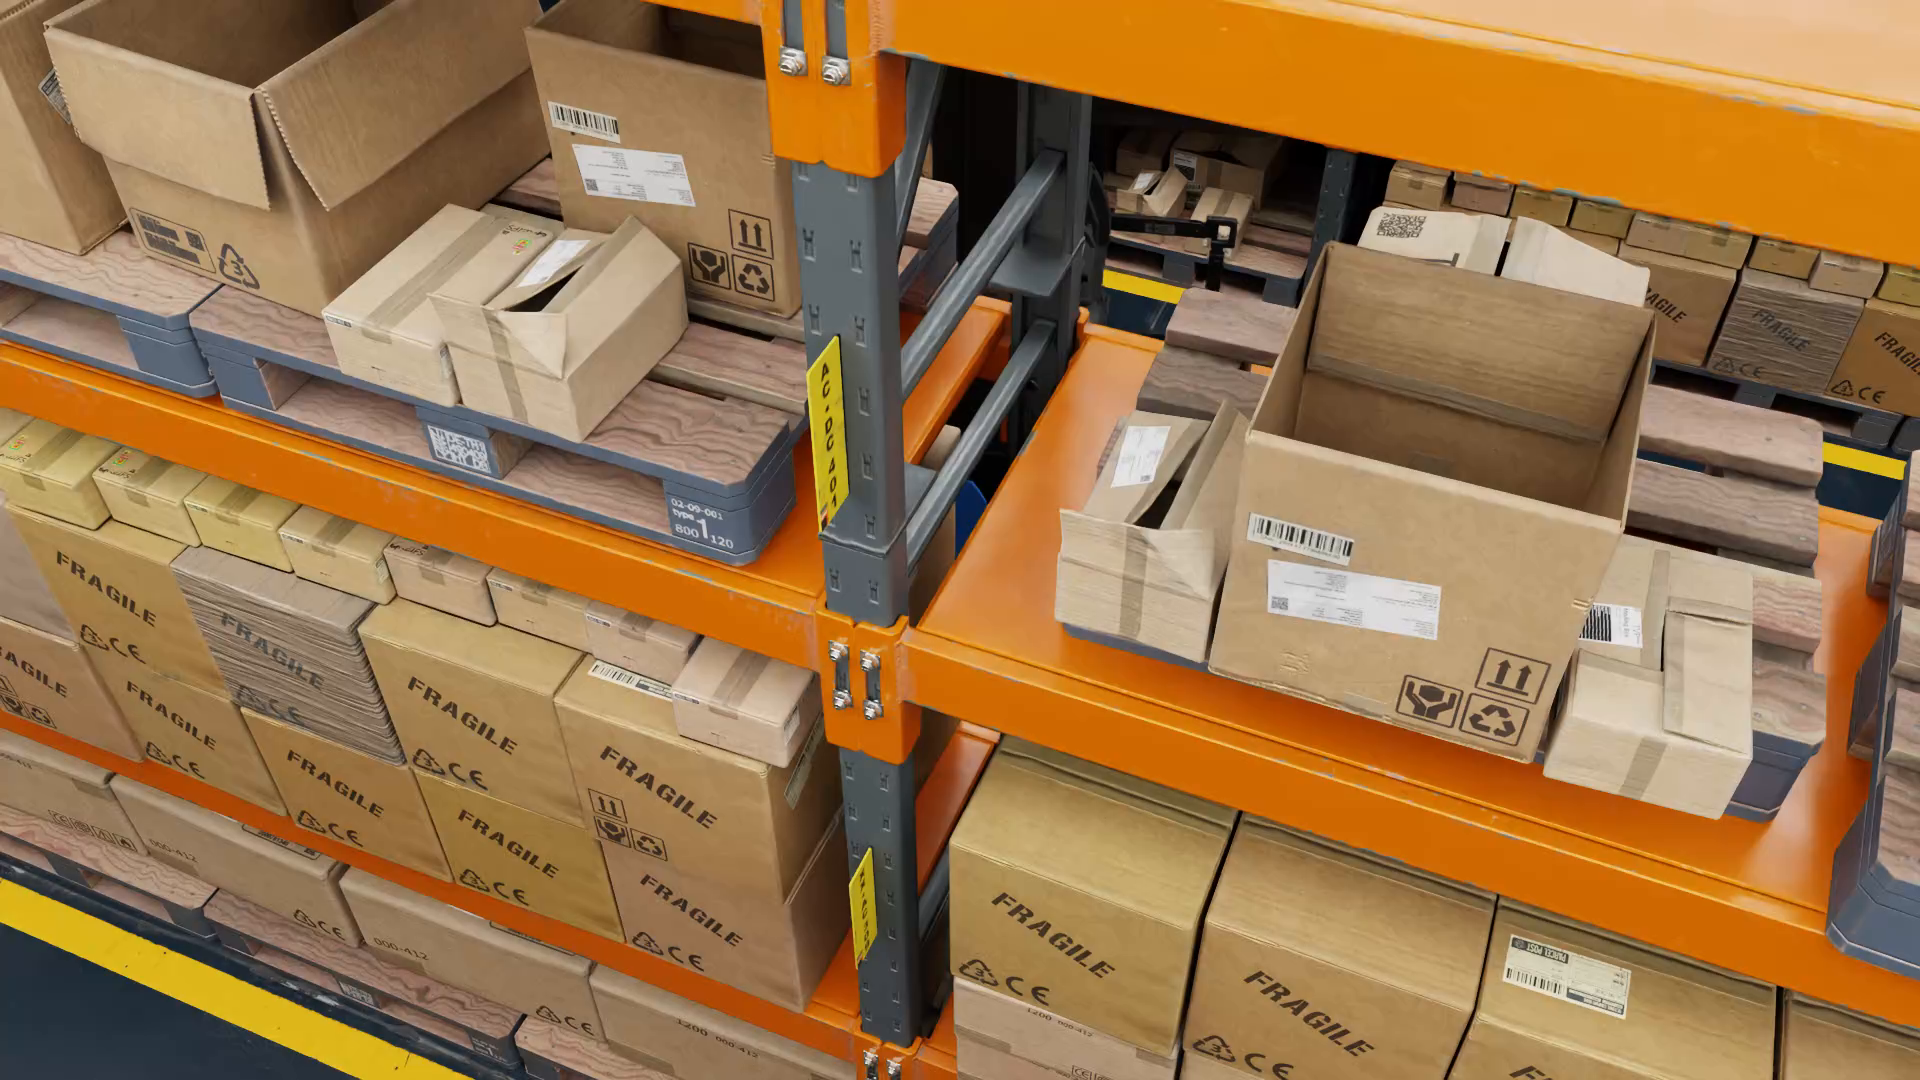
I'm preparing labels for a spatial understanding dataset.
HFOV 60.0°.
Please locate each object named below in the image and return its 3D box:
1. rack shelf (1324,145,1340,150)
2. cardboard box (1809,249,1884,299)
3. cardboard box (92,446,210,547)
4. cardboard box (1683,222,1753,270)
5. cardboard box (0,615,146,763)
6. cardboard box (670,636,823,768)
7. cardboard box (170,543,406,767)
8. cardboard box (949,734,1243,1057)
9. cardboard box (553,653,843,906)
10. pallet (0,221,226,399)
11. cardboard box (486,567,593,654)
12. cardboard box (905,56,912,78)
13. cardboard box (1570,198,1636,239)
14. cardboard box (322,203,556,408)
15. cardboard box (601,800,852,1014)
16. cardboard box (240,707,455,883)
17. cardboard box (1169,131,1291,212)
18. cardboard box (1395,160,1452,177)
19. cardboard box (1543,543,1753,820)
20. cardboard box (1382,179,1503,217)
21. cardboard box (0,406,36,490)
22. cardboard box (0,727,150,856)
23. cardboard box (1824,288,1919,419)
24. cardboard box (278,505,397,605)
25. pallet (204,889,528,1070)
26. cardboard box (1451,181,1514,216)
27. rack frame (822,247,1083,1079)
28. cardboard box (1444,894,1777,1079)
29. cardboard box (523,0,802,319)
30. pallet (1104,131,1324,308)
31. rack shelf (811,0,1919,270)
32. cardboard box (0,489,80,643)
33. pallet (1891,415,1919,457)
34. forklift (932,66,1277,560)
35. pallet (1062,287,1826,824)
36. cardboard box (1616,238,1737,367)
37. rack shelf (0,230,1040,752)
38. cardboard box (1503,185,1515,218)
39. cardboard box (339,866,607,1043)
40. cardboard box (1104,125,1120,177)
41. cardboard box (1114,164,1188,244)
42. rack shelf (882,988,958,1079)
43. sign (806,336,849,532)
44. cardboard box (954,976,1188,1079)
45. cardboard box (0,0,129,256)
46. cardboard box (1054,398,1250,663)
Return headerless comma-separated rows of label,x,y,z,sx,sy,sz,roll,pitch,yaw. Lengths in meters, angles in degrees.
rack shelf,0.071,-2.766,8.253,4.000,0.370,1.077,16,47,16
cardboard box,3.842,-1.232,7.216,0.250,0.149,0.380,14,47,14
cardboard box,-1.786,-0.188,3.911,0.250,0.149,0.380,16,47,16
cardboard box,3.374,-1.387,7.371,0.250,0.149,0.380,18,48,17
cardboard box,-2.410,0.218,4.672,0.500,0.500,0.500,16,47,16
cardboard box,-0.398,0.258,3.464,0.250,0.149,0.380,15,47,15
cardboard box,-1.471,0.140,4.041,0.500,0.500,0.500,17,47,16
cardboard box,0.304,0.671,3.509,0.500,0.500,0.500,17,47,16
cardboard box,-0.533,0.416,3.765,0.500,0.500,0.500,16,47,16
pallet,-1.864,-0.839,3.742,1.213,0.211,1.003,16,47,16
cardboard box,-0.826,0.041,3.681,0.250,0.149,0.380,16,47,16
cardboard box,-0.473,-2.342,8.791,0.500,0.500,0.700,18,48,17
cardboard box,2.930,-1.548,7.532,0.250,0.149,0.380,16,47,15
cardboard box,-0.948,-0.442,3.089,0.250,0.149,0.380,17,47,17
cardboard box,-0.517,0.759,4.129,0.500,0.500,0.500,17,47,16
cardboard box,-1.464,0.496,4.393,0.500,0.500,0.500,16,47,15
cardboard box,1.398,-2.007,8.588,0.500,0.311,0.500,18,48,17
cardboard box,2.169,-1.845,7.621,0.250,0.149,0.380,16,47,15
cardboard box,1.042,0.196,2.507,0.250,0.166,0.380,13,46,13
cardboard box,2.276,-1.463,7.907,0.500,0.500,0.500,18,48,18
cardboard box,-2.270,-0.314,4.038,0.250,0.149,0.380,17,47,16
cardboard box,-3.035,0.541,5.937,0.875,0.438,0.875,15,47,15
cardboard box,4.193,-0.913,7.354,0.500,0.500,0.500,18,48,18
cardboard box,-1.311,-0.060,3.783,0.250,0.149,0.380,16,47,16
pallet,-1.793,1.155,5.779,1.213,0.211,1.003,16,47,16
cardboard box,2.431,-1.676,7.661,0.250,0.149,0.380,15,47,15
rack frame,0.009,0.754,4.205,0.127,3.000,1.000,16,47,16
cardboard box,1.247,0.928,3.249,0.500,0.500,0.500,15,47,15
cardboard box,-0.453,-0.826,3.226,0.500,0.500,0.500,17,47,17
pallet,1.283,-1.677,8.625,1.213,0.211,1.003,16,47,16
rack shelf,1.855,-0.433,1.938,4.000,0.370,1.077,16,47,16
cardboard box,-2.392,-0.136,4.319,0.500,0.500,0.500,16,47,16
pallet,4.934,-0.631,7.574,1.213,0.211,1.003,16,47,16
forklift,0.670,-0.997,6.013,3.031,2.935,1.130,6,45,6
pallet,0.874,-0.025,2.996,1.217,0.209,0.805,15,47,14
cardboard box,3.231,-1.187,7.629,0.500,0.500,0.500,15,47,15
rack shelf,-1.837,-0.598,3.946,4.000,0.370,1.077,16,47,16
cardboard box,2.938,-1.660,8.105,0.500,0.500,0.500,15,47,14
cardboard box,-1.356,1.030,5.446,0.875,0.438,0.875,15,47,15
cardboard box,0.485,-2.060,8.507,0.500,0.500,0.700,15,47,14
cardboard box,0.960,-1.715,8.327,0.258,0.266,0.396,18,48,17
rack shelf,1.855,1.552,3.913,4.000,0.370,1.077,16,47,16
sign,-0.203,-0.159,2.573,0.005,0.325,0.100,16,47,16
cardboard box,0.307,0.933,3.777,0.500,0.250,0.500,15,47,15
cardboard box,-1.880,-0.970,3.371,0.500,0.500,0.500,17,47,17
cardboard box,0.336,-0.047,2.680,0.258,0.266,0.396,16,47,15
